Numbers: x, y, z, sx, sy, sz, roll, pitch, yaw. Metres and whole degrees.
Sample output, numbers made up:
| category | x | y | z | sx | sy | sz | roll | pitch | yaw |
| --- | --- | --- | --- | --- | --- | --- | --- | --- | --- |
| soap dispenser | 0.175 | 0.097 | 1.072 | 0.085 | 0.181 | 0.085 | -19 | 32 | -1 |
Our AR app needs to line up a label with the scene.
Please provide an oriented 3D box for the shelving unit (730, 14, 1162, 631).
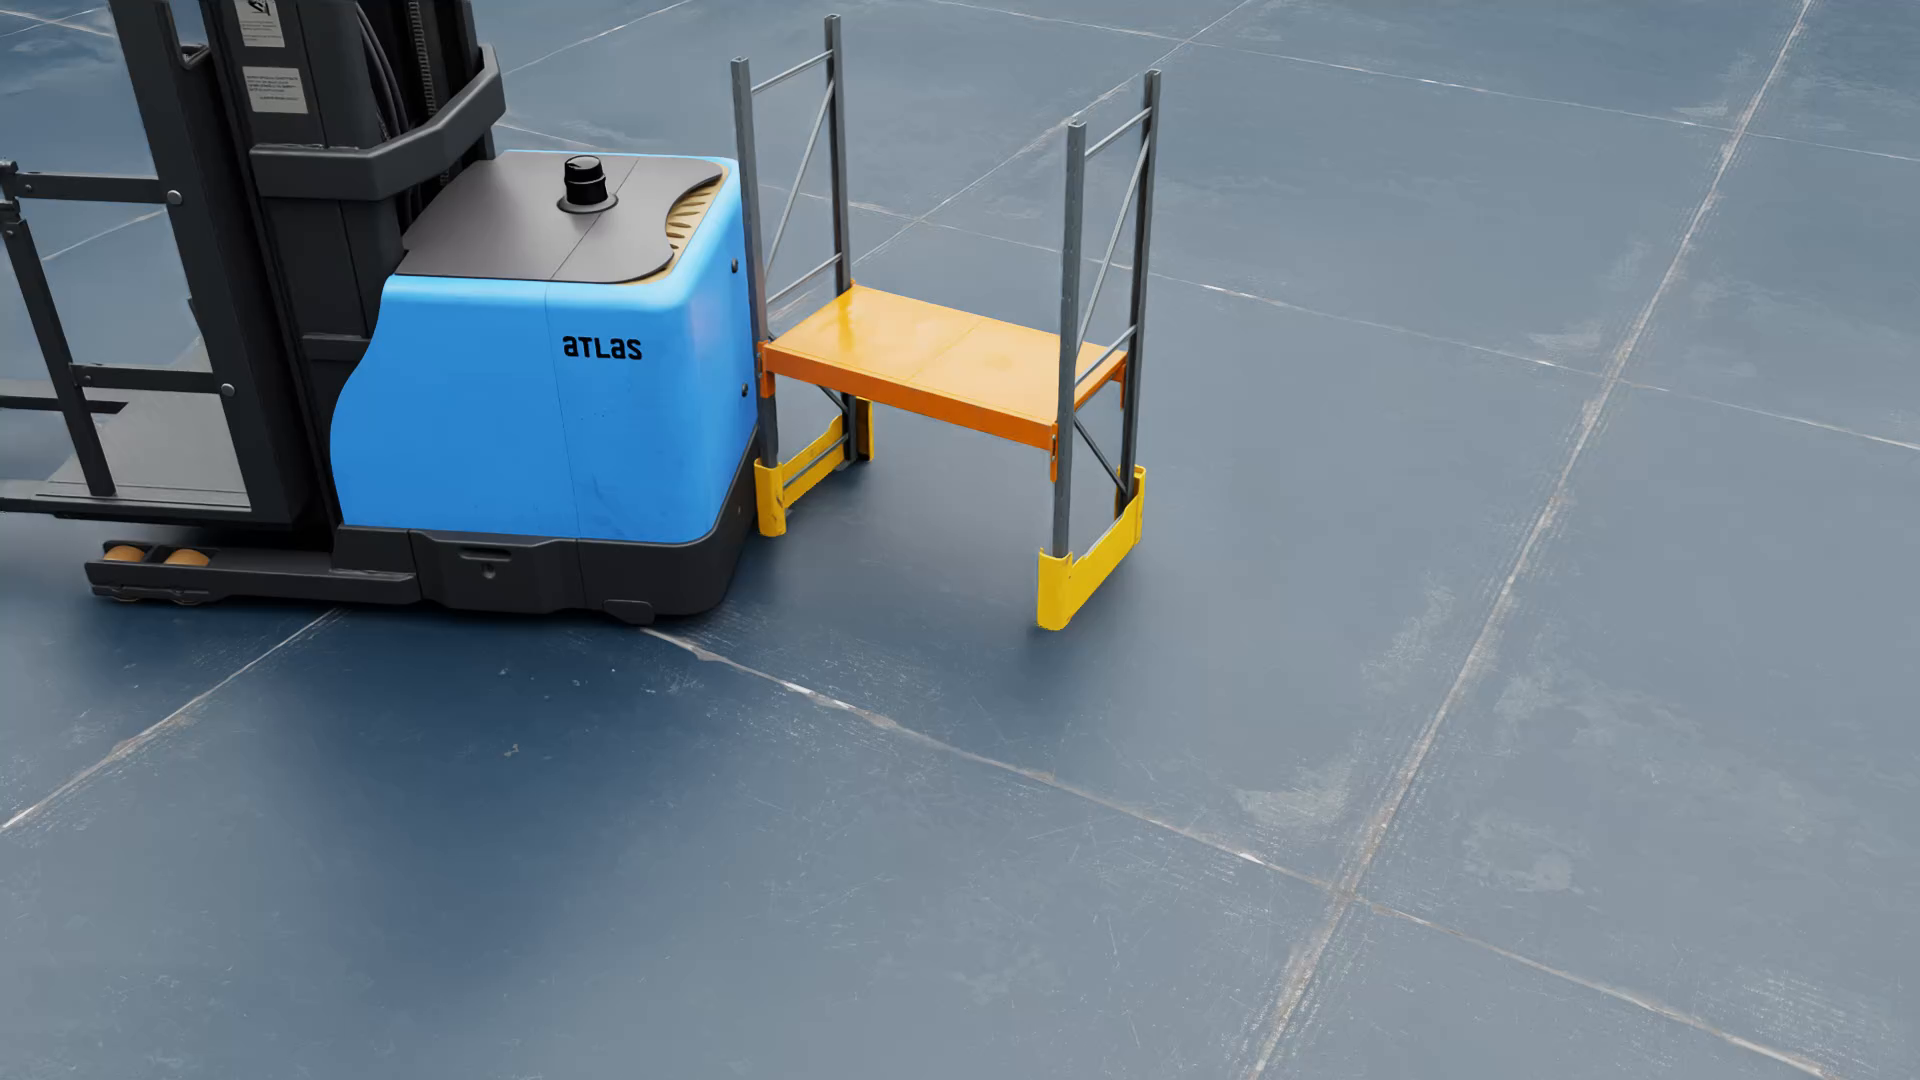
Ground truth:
| category | x | y | z | sx | sy | sz | roll | pitch | yaw |
| --- | --- | --- | --- | --- | --- | --- | --- | --- | --- |
| shelving unit | -0.034 | -0.644 | 4.864 | 1.083 | 1.500 | 0.587 | 18 | 37 | 24 |

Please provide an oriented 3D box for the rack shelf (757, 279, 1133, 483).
| category | x | y | z | sx | sy | sz | roll | pitch | yaw |
| --- | --- | --- | --- | --- | --- | --- | --- | --- | --- |
| rack shelf | -0.042 | -0.497 | 4.967 | 1.000 | 0.185 | 0.538 | 18 | 37 | 24 |

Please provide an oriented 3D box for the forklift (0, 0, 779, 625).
| category | x | y | z | sx | sy | sz | roll | pitch | yaw |
| --- | --- | --- | --- | --- | --- | --- | --- | --- | --- |
| forklift | -2.158 | -1.311 | 4.575 | 3.031 | 2.935 | 1.130 | 3 | 34 | 5 |

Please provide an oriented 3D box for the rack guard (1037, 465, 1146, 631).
| category | x | y | z | sx | sy | sz | roll | pitch | yaw |
| --- | --- | --- | --- | --- | --- | --- | --- | --- | --- |
| rack guard | 0.399 | 0.013 | 5.005 | 0.087 | 0.250 | 0.587 | 18 | 37 | 24 |

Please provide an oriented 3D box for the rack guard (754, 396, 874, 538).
| category | x | y | z | sx | sy | sz | roll | pitch | yaw |
| --- | --- | --- | --- | --- | --- | --- | --- | --- | --- |
| rack guard | -0.466 | -0.260 | 5.415 | 0.087 | 0.250 | 0.587 | 18 | 37 | 24 |

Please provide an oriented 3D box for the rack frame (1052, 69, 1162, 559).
| category | x | y | z | sx | sy | sz | roll | pitch | yaw |
| --- | --- | --- | --- | --- | --- | --- | --- | --- | --- |
| rack frame | 0.400 | -0.507 | 4.658 | 0.032 | 1.500 | 0.500 | 18 | 37 | 24 |

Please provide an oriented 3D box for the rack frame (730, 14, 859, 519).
| category | x | y | z | sx | sy | sz | roll | pitch | yaw |
| --- | --- | --- | --- | --- | --- | --- | --- | --- | --- |
| rack frame | -0.483 | -0.786 | 5.077 | 0.032 | 1.500 | 0.500 | 18 | 37 | 24 |
